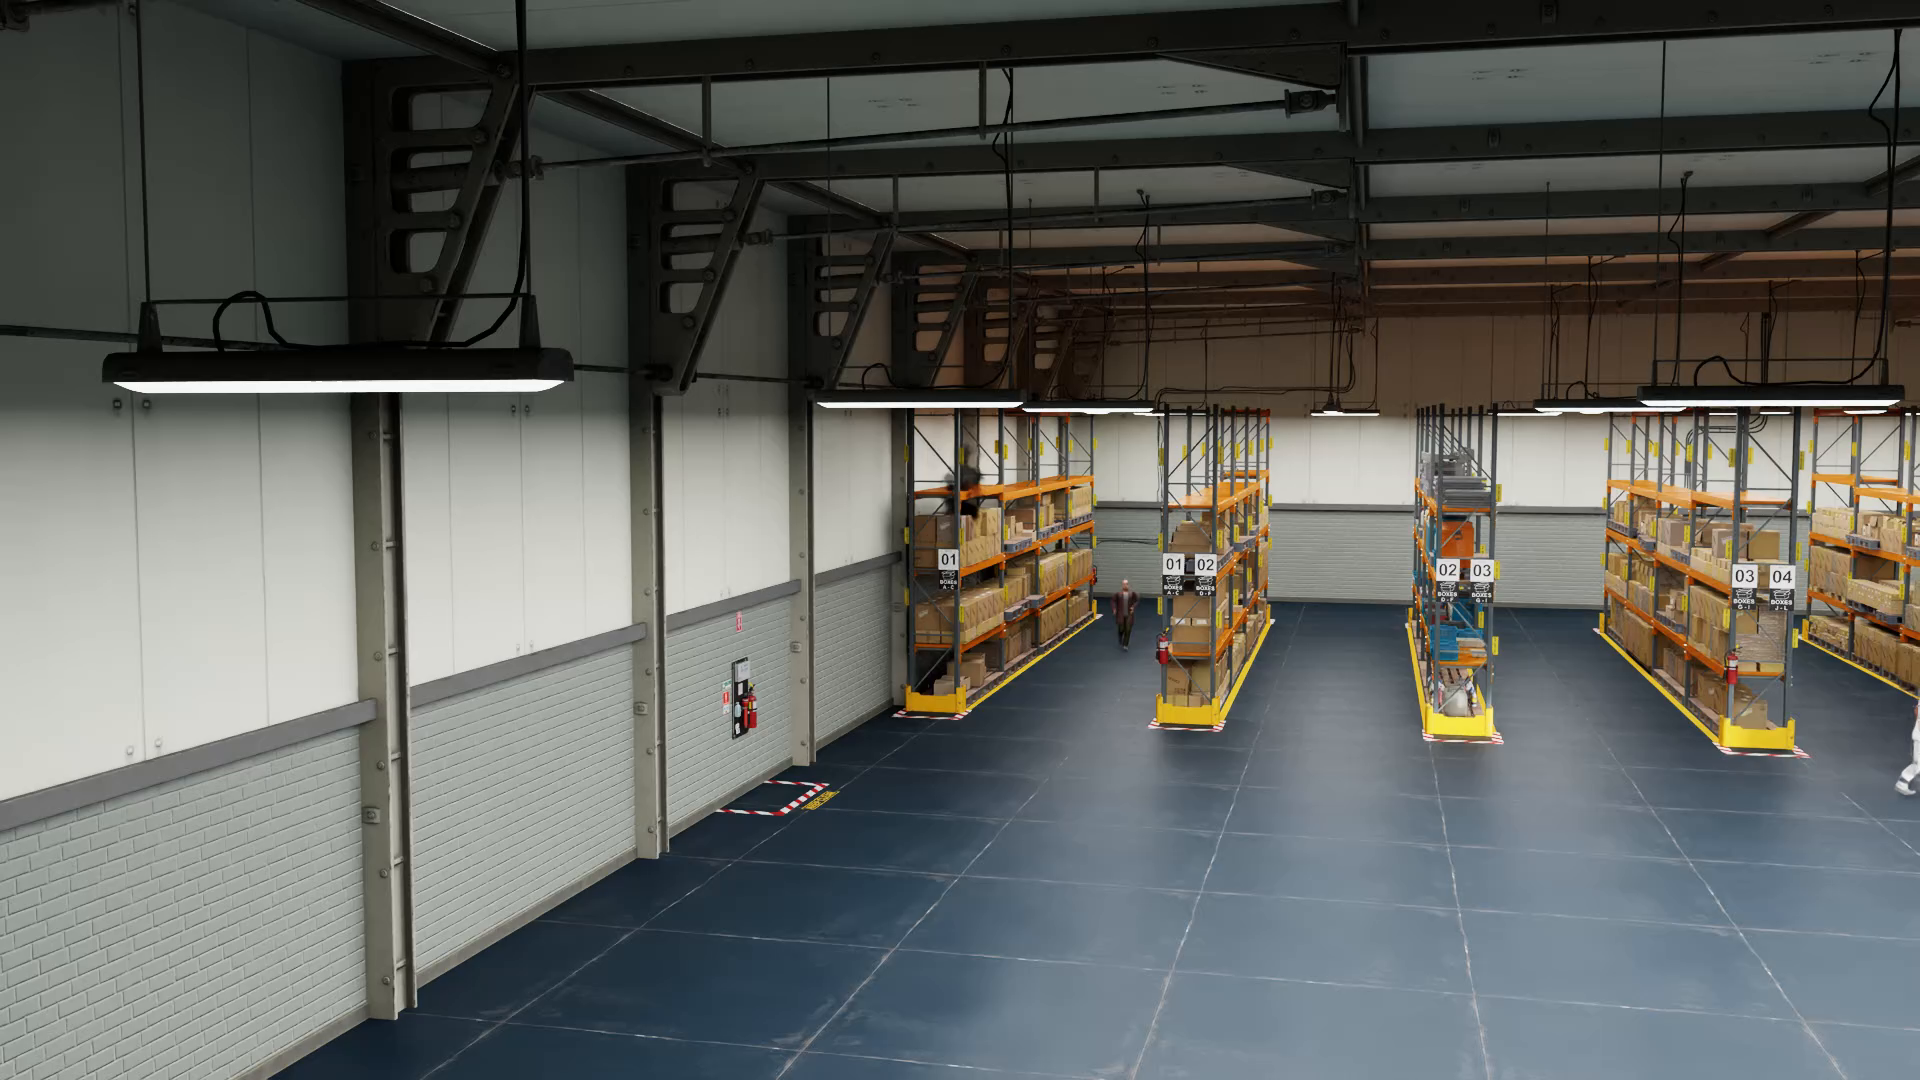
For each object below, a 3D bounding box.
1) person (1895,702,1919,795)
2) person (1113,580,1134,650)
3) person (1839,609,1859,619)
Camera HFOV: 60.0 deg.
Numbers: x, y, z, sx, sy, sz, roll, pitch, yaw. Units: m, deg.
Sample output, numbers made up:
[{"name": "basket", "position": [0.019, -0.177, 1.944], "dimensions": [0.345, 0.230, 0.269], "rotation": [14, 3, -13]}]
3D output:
[{"name": "person", "position": [14.498, 3.012, 24.923], "dimensions": [0.818, 1.760, 0.689], "rotation": [4, 6, 43]}, {"name": "person", "position": [4.094, 1.861, 41.243], "dimensions": [0.674, 1.732, 0.637], "rotation": [0, 4, 2]}, {"name": "person", "position": [23.602, 1.622, 44.000], "dimensions": [0.584, 1.673, 0.659], "rotation": [1, 4, 7]}]
